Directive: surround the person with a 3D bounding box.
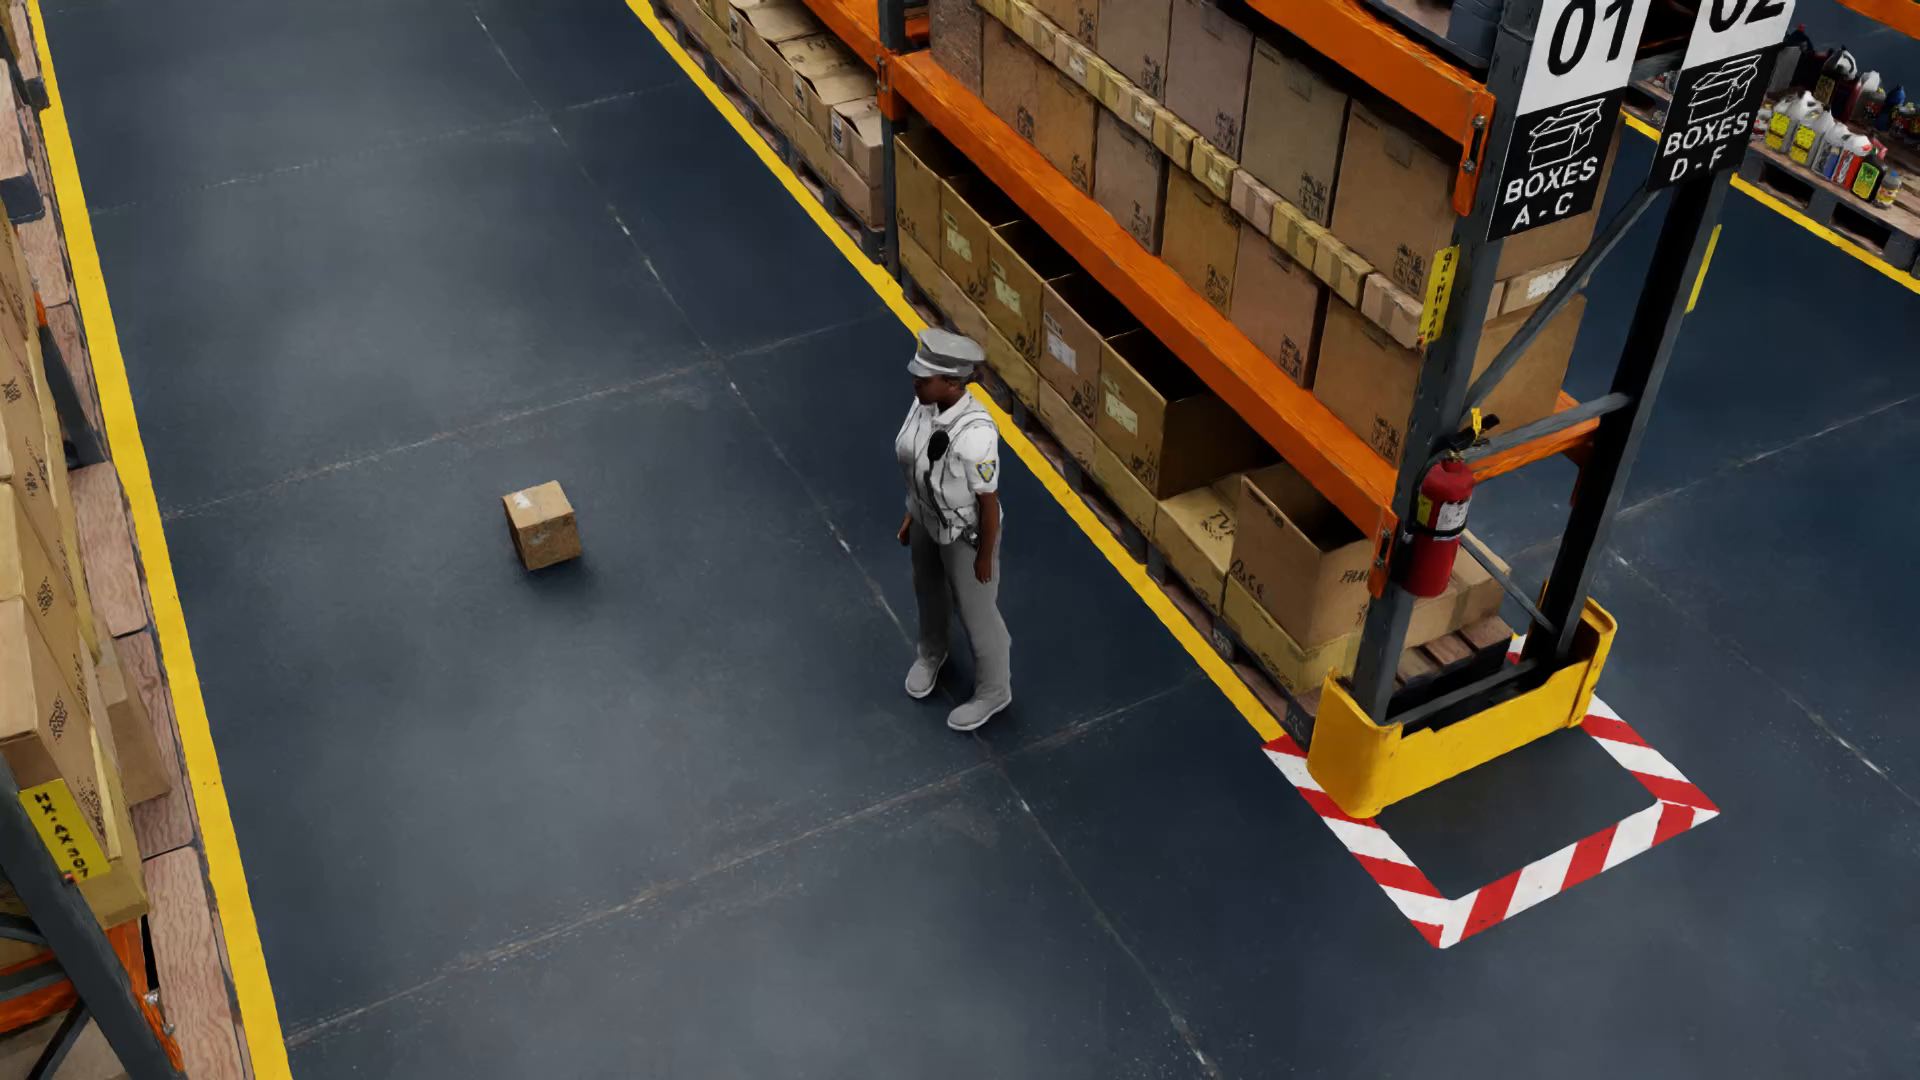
[{"bbox_3d":[-0.035,-0.042,6.171,0.373,1.683,0.479,-22,46,-23],"label":"person"}]
